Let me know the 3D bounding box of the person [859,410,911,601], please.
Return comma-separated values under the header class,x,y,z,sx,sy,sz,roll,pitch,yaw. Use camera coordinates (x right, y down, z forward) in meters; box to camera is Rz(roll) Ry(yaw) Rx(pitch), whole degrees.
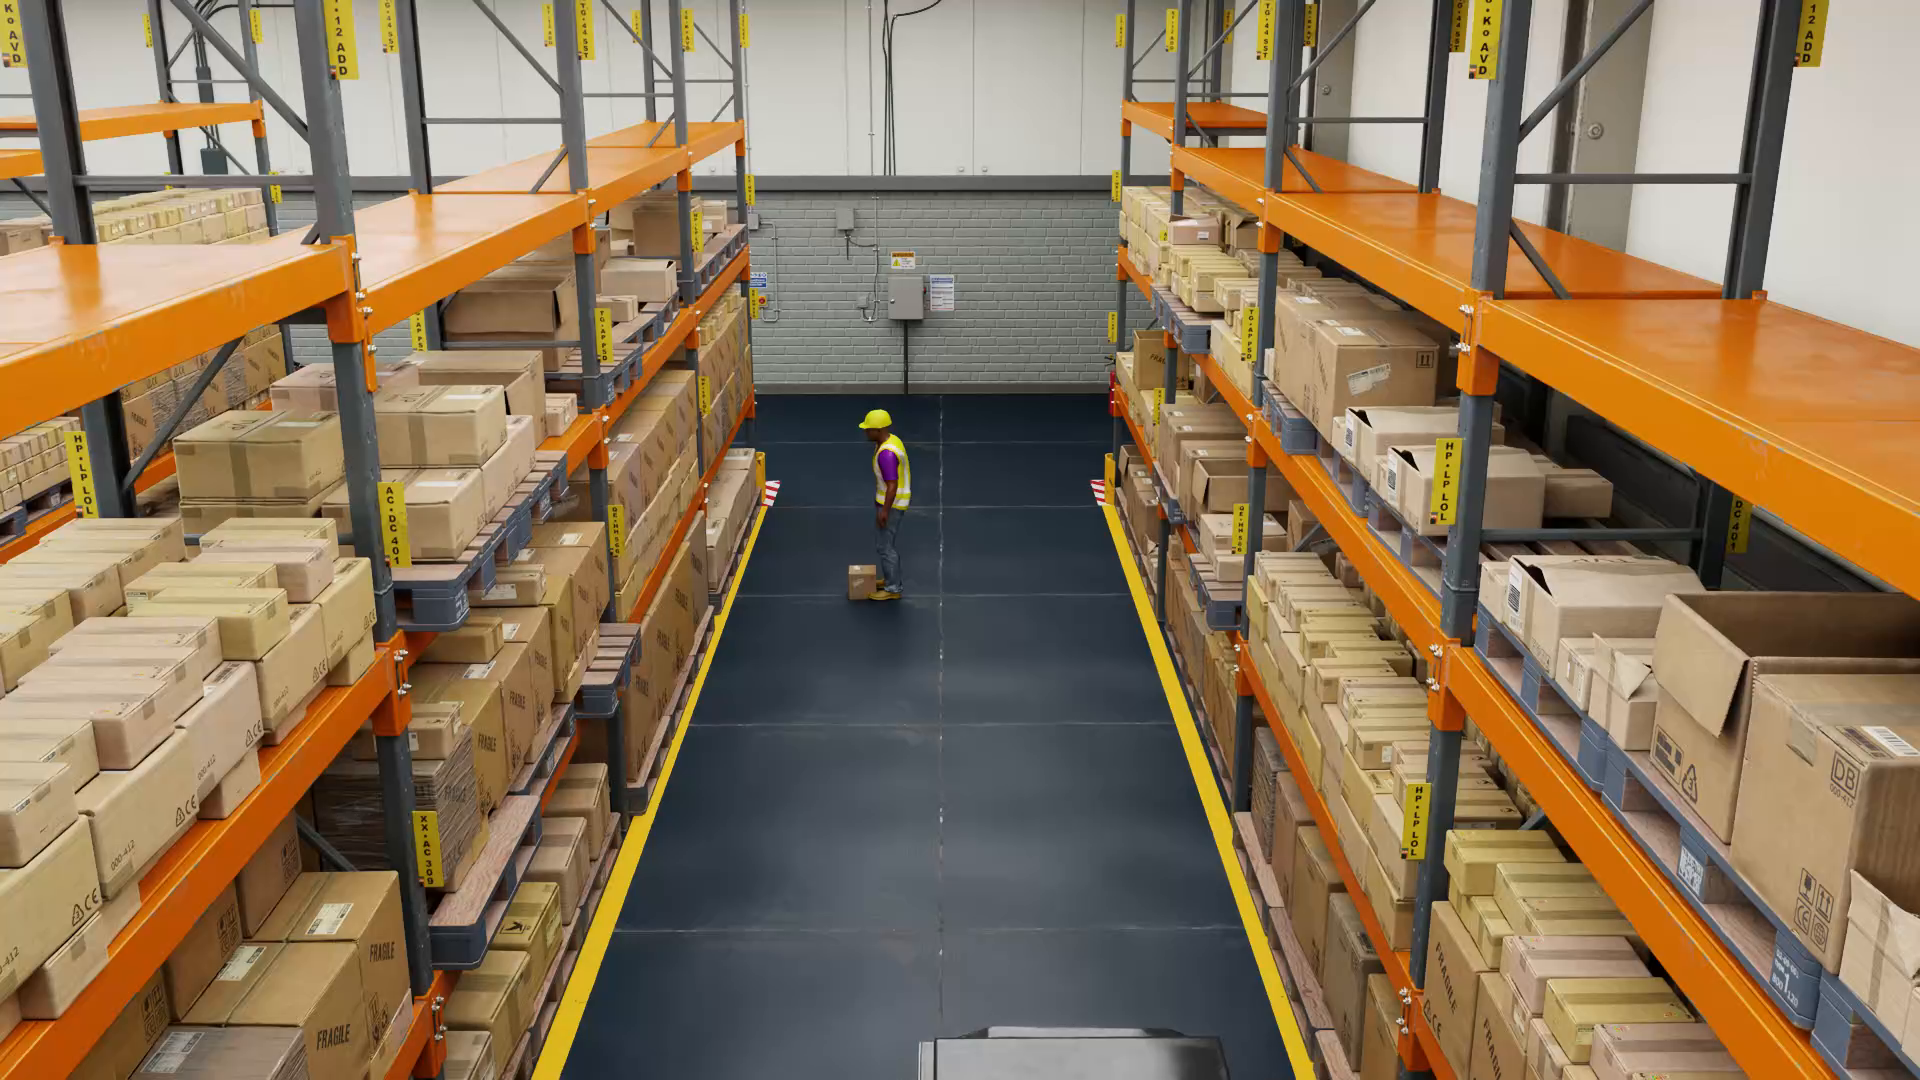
class,x,y,z,sx,sy,sz,roll,pitch,yaw
person,-0.678,-0.332,15.175,0.459,1.761,0.638,-1,17,-3
